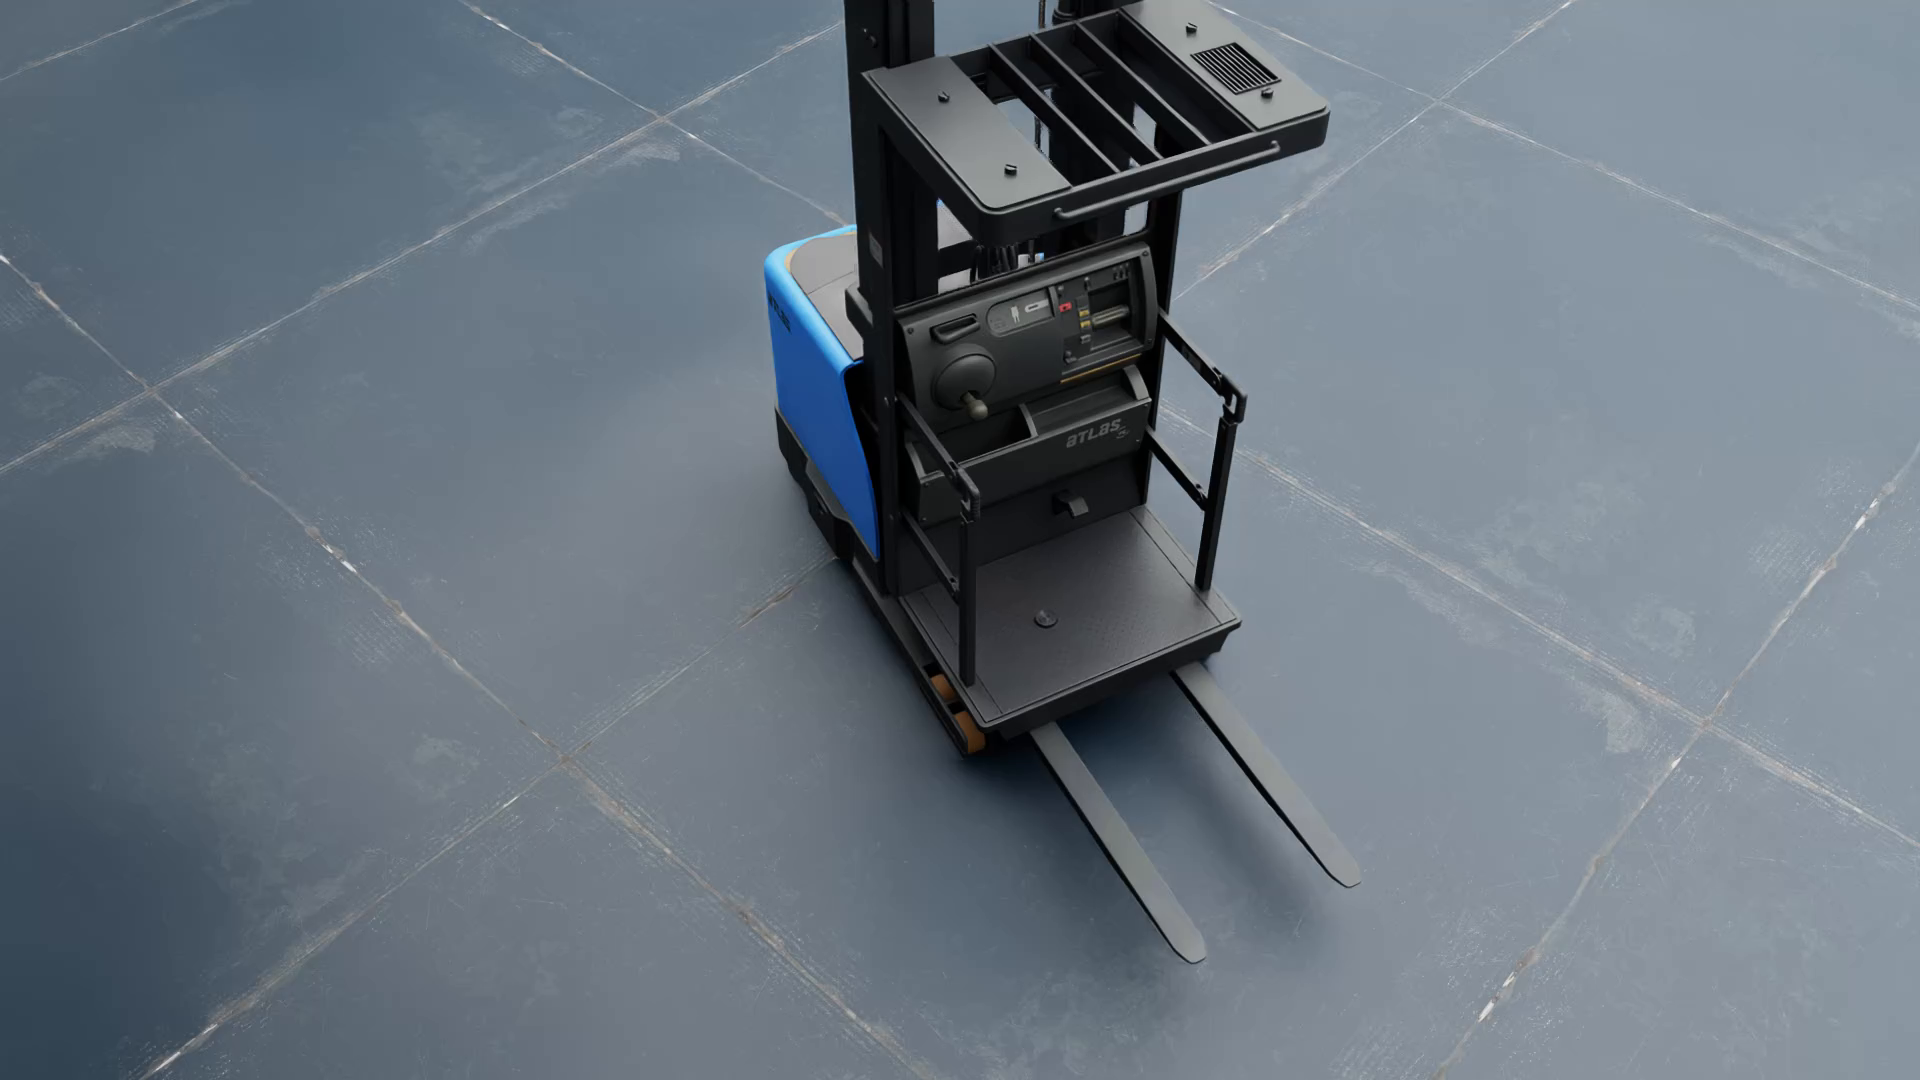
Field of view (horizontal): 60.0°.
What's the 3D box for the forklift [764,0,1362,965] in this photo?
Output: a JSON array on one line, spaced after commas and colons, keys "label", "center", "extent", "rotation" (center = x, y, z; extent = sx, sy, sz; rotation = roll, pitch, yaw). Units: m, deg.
[{"label": "forklift", "center": [0.343, -0.594, 5.405], "extent": [1.130, 2.935, 3.031], "rotation": [-21, 50, -18]}]
